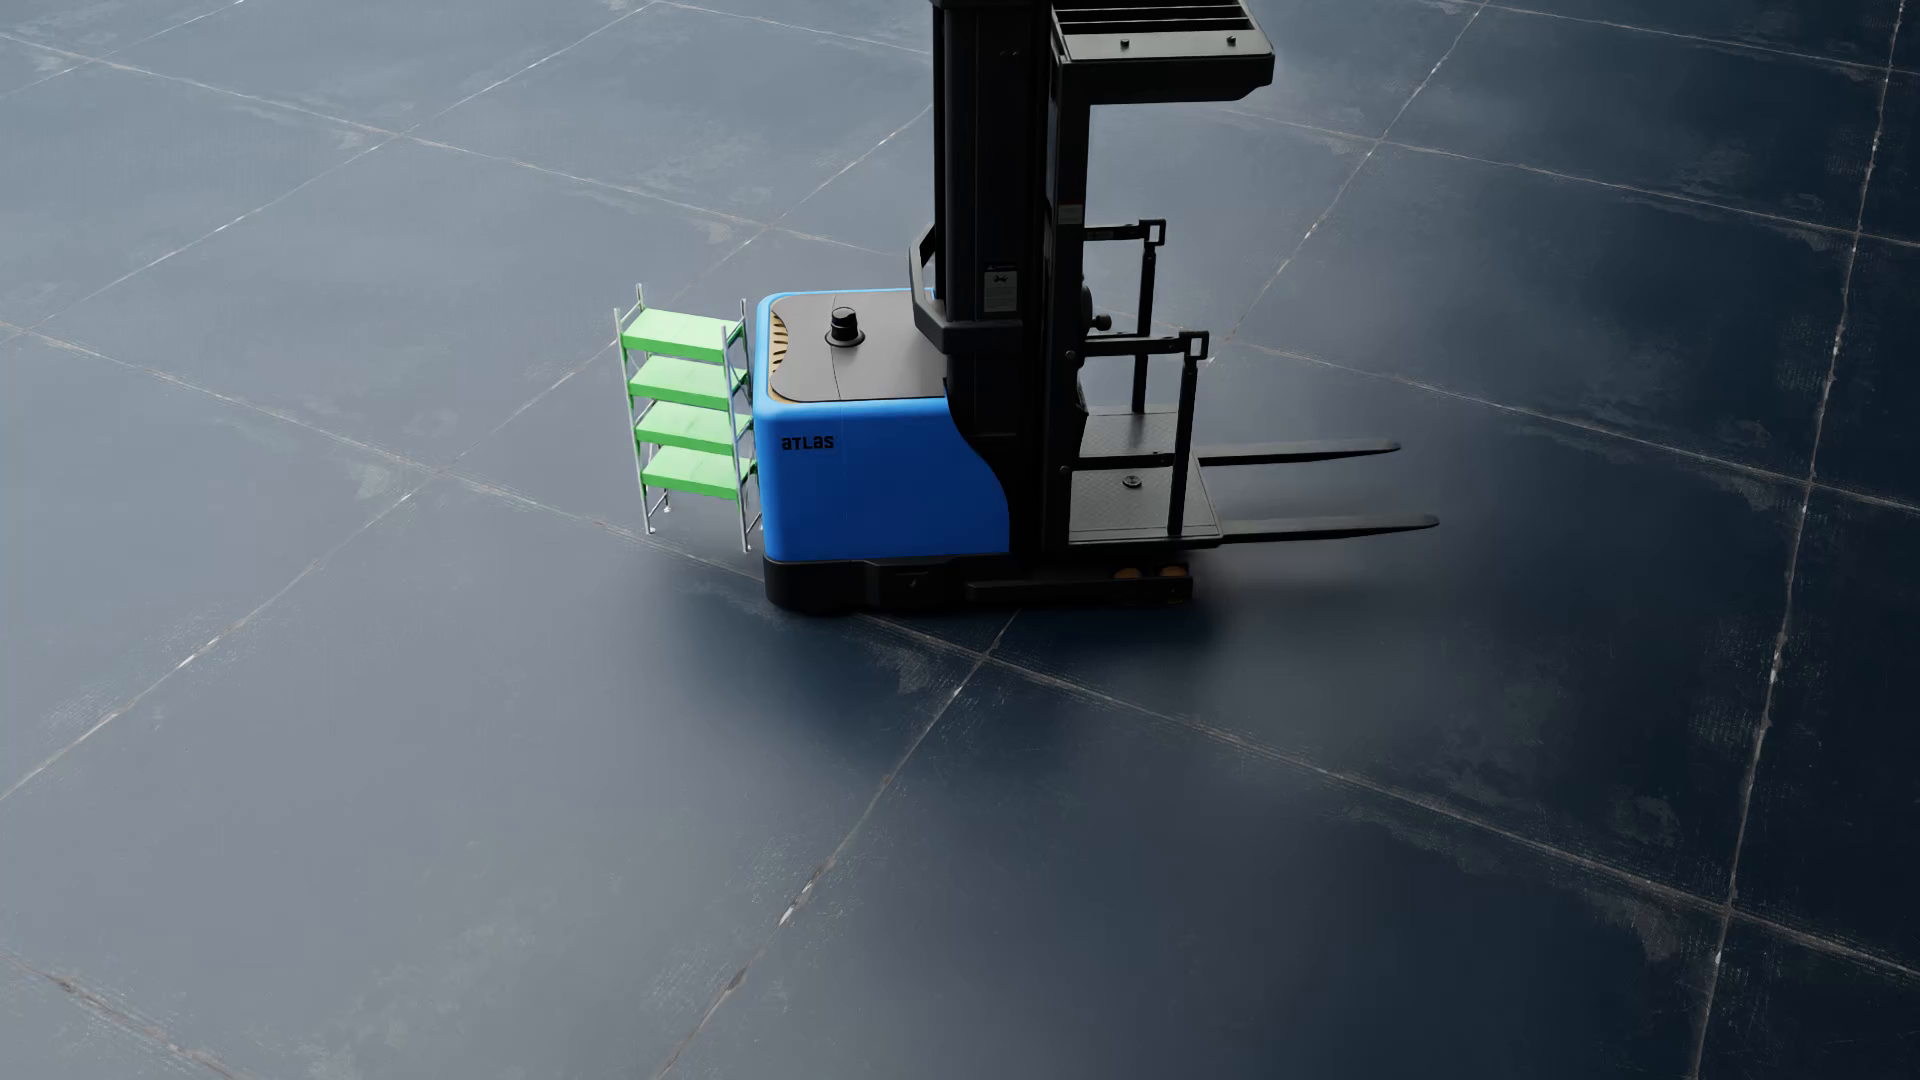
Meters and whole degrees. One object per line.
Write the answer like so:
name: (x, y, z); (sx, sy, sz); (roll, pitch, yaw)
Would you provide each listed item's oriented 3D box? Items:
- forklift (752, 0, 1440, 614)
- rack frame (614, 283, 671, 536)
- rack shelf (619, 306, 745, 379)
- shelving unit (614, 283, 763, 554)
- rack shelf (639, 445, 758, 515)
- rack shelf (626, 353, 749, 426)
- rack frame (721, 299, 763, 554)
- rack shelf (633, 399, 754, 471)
forklift: (0.625, -1.196, 6.901); (3.031, 2.935, 1.130); (-3, 37, -3)
rack frame: (-1.427, -0.569, 7.507); (0.015, 1.200, 0.240); (10, 38, 13)
rack shelf: (-1.193, -0.859, 7.200); (0.480, 0.148, 0.258); (10, 38, 13)
shelving unit: (-1.192, -0.527, 7.452); (0.503, 1.200, 0.258); (10, 38, 13)
rack shelf: (-1.192, -0.285, 7.635); (0.480, 0.148, 0.258); (10, 38, 13)
rack shelf: (-1.193, -0.668, 7.345); (0.480, 0.148, 0.258); (10, 38, 13)
rack frame: (-0.958, -0.486, 7.396); (0.015, 1.200, 0.240); (10, 38, 13)
rack shelf: (-1.192, -0.476, 7.490); (0.480, 0.148, 0.258); (10, 38, 13)
